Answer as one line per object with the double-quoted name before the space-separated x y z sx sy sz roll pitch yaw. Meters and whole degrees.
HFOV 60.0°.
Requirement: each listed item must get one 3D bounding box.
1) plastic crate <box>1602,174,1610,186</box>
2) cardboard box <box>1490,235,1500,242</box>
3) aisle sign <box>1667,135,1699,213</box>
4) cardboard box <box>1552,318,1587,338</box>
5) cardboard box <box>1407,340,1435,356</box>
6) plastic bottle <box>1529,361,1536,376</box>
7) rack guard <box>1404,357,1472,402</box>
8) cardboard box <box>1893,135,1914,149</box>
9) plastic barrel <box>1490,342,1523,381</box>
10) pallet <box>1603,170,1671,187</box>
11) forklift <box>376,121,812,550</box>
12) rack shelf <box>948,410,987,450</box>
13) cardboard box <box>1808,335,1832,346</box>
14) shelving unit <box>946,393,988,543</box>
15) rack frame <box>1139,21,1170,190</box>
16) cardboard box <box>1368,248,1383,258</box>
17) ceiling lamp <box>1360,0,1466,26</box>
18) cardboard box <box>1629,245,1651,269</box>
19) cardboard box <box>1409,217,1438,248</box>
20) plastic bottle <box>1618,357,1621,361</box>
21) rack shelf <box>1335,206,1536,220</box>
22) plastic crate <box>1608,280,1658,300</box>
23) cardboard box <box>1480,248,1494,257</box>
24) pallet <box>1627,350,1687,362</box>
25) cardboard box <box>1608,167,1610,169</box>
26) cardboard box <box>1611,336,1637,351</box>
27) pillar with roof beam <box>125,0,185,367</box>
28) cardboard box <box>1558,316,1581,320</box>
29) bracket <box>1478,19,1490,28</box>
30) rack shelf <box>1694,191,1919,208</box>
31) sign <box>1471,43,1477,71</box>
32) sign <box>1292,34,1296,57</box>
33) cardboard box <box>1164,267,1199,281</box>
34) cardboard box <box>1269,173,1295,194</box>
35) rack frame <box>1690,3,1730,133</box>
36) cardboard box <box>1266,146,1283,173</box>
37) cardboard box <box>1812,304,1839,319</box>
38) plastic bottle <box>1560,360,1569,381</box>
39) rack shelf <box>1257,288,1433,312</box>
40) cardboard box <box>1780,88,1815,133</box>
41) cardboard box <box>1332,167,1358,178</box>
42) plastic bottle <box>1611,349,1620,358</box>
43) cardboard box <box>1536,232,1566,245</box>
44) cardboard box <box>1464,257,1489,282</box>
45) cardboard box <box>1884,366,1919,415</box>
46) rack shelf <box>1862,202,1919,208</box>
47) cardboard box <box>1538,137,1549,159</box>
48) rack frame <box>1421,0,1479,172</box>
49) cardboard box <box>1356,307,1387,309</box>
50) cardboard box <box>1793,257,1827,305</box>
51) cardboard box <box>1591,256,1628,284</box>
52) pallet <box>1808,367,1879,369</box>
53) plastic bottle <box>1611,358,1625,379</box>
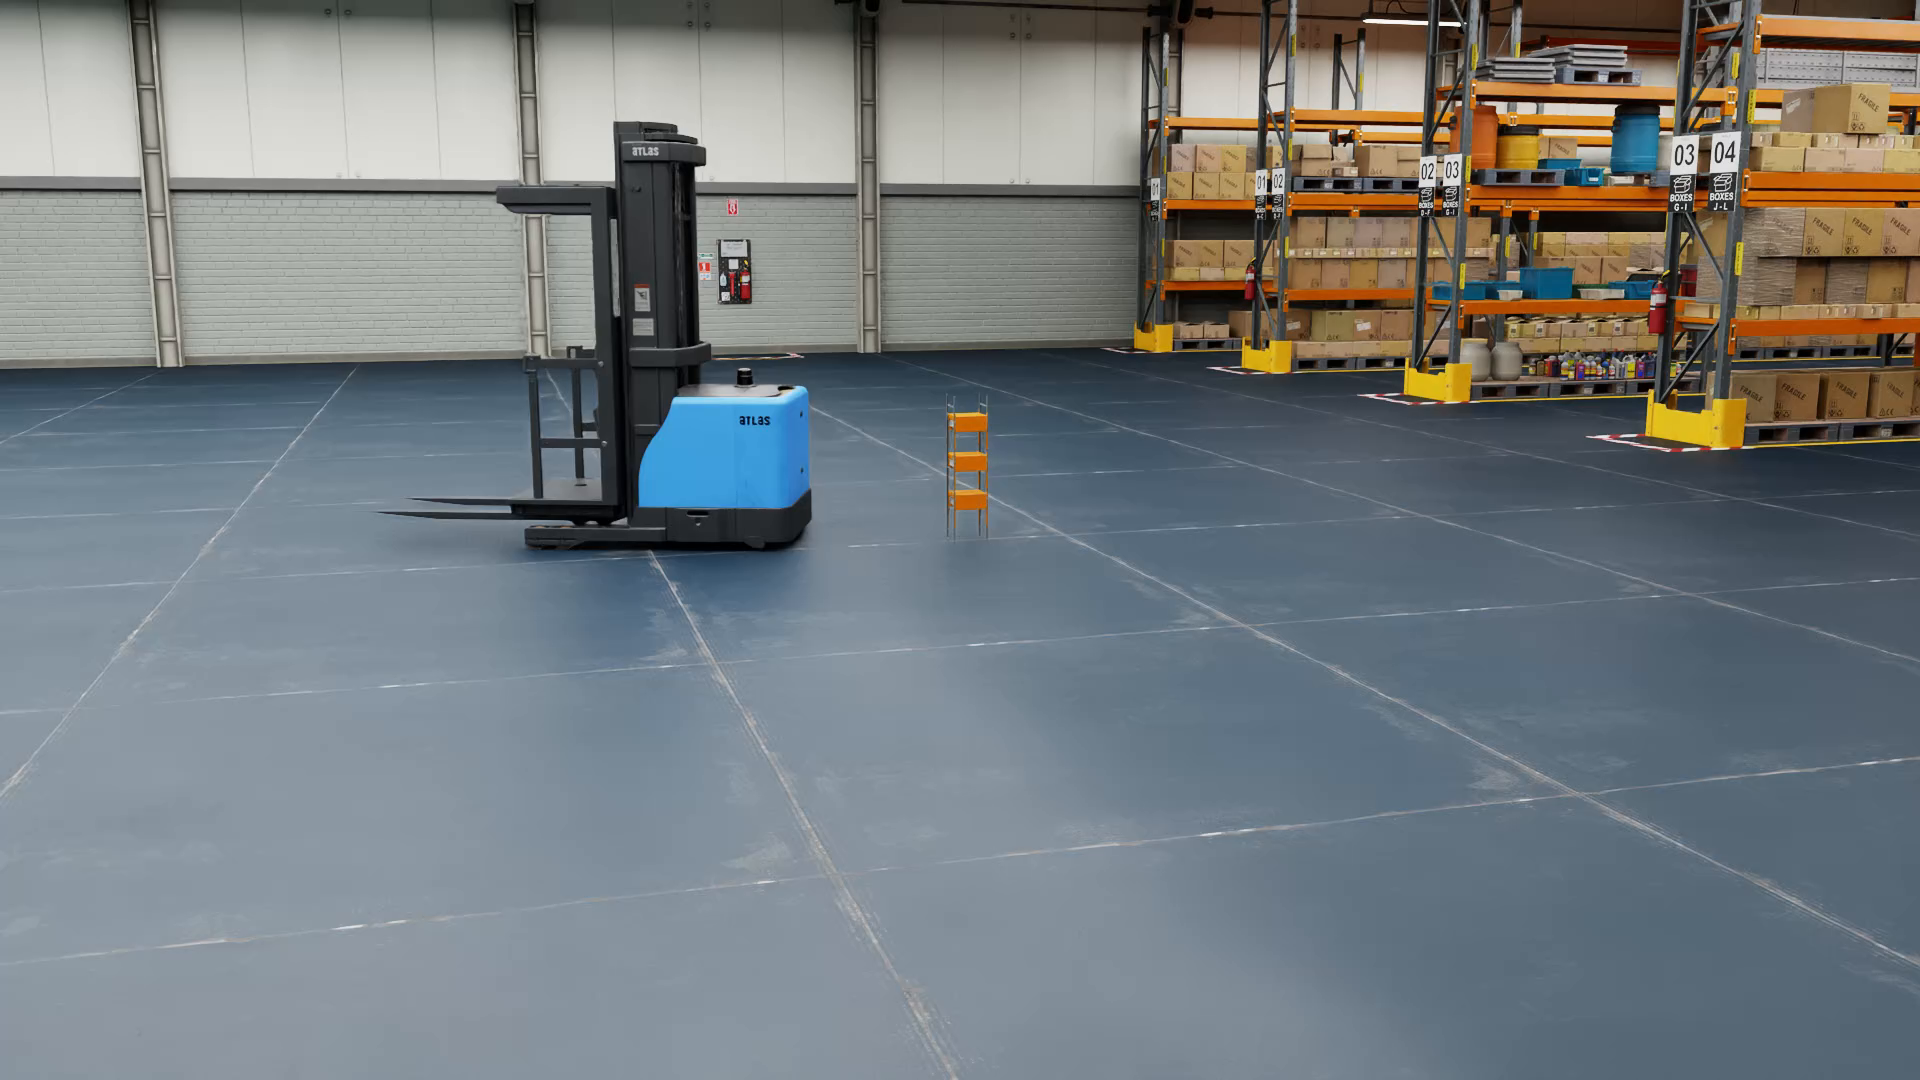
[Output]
"plastic crate" 8.644 -4.936 22.873 0.450 0.188 0.336 -3 11 -16
"cardboard box" 10.679 -6.065 33.423 0.250 0.149 0.380 -5 12 -25
"aisle sign" 7.635 -3.861 17.556 0.004 0.787 0.394 -3 11 -16
"cardboard box" 10.299 -3.617 28.295 0.500 0.311 0.500 -3 11 -18
"cardboard box" 7.511 -3.200 27.578 0.500 0.250 0.500 -3 11 -16
"plastic bottle" 8.035 -2.404 23.335 0.097 0.201 0.097 0 10 0
"rack guard" 6.454 -2.178 22.494 0.348 0.500 1.175 -3 11 -16
"cardboard box" 9.841 -4.201 17.611 0.250 0.149 0.380 -3 11 -18
"plastic barrel" 7.486 -2.450 22.781 0.421 0.512 0.421 0 10 0
"pallet" 9.570 -4.926 22.757 1.003 0.211 1.213 -3 11 -16
"forklift" -2.652 -1.466 11.914 3.031 2.935 1.130 1 10 4
"rack shelf" 0.051 -0.788 11.917 0.240 0.259 0.215 -3 11 -16
"cardboard box" 15.183 -3.727 29.694 0.500 0.500 0.500 -3 11 -15
"shelving unit" 0.051 -0.519 11.966 0.252 1.050 0.215 -3 11 -16
"rack frame" 3.625 -8.068 31.014 0.127 3.000 1.000 -3 11 -16
"cardboard box" 6.686 -4.672 27.074 0.250 0.149 0.380 -3 11 -17
"ceiling lamp" 8.121 -10.646 28.899 2.000 3.185 0.800 -3 11 -16
"cardboard box" 13.803 -5.811 34.174 0.500 0.500 0.500 -3 11 -16
"cardboard box" 7.464 -5.071 27.449 0.500 0.500 0.700 -3 11 -16
"plastic bottle" 9.150 -2.386 23.007 0.133 0.283 0.061 -3 11 -16
"rack shelf" 9.386 -6.542 33.000 4.000 0.370 1.077 -3 11 -16
"plastic crate" 9.248 -3.421 22.755 0.616 0.251 0.499 -3 11 -16
"cardboard box" 8.653 -4.776 27.636 0.250 0.149 0.380 -3 11 -16
"pallet" 11.893 -3.255 29.143 1.213 0.211 1.003 -3 11 -16
"cardboard box" 13.256 -7.386 34.106 0.500 0.500 0.700 -3 11 -16
"cardboard box" 11.280 -3.395 28.635 0.500 0.250 0.500 -3 11 -15
"pillar with roof beam" -12.024 -6.594 23.011 0.400 9.000 9.100 -3 11 -16
"cardboard box" 10.624 -3.736 28.941 0.500 0.311 0.500 -3 11 -17
"bracket" 10.314 -10.286 33.126 0.430 0.232 0.235 -3 11 -16
"rack shelf" 12.155 -4.820 23.645 4.000 0.370 1.077 -3 11 -16
"sign" 6.544 -6.147 21.158 0.005 0.325 0.100 -3 11 -16
"sign" 5.163 -7.647 25.713 0.005 0.325 0.100 -3 11 -16
"cardboard box" 4.183 -5.023 31.404 0.500 0.250 0.500 -3 11 -18
"cardboard box" 6.040 -6.727 31.687 0.500 0.500 0.500 -3 11 -18
"rack frame" 12.695 -7.611 28.537 0.127 3.000 1.000 -3 11 -16
"cardboard box" 6.039 -7.215 31.576 0.500 0.500 0.500 -3 11 -18
"cardboard box" 9.085 -2.430 17.657 0.250 0.149 0.380 -3 11 -16
"plastic bottle" 8.222 -2.307 22.614 0.097 0.271 0.097 0 10 0
"rack shelf" 6.934 -4.004 27.496 4.000 0.370 1.077 -3 11 -16
"cardboard box" 9.196 -4.573 17.838 0.500 0.500 0.500 -3 11 -16
"cardboard box" 6.192 -5.912 26.738 0.250 0.149 0.380 -3 11 -16
"plastic bottle" 9.344 -2.542 23.672 0.185 0.351 0.144 -3 11 -14
"cardboard box" 11.842 -6.076 33.540 0.500 0.250 0.500 -3 11 -15
"cardboard box" 8.430 -4.484 27.843 0.500 0.500 0.700 -3 11 -17
"cardboard box" 10.676 -1.670 18.577 0.500 0.500 0.500 0 10 2
"rack shelf" 18.456 -6.086 30.523 4.000 0.370 1.077 -3 11 -16
"cardboard box" 9.457 -6.460 27.749 0.500 0.500 0.500 -3 11 -15
"rack frame" 6.394 -6.345 21.659 0.127 3.000 1.000 -3 11 -16
"cardboard box" 6.882 -3.636 27.877 0.500 0.500 0.500 -3 11 -16
"cardboard box" 8.761 -2.799 17.866 0.500 0.500 0.875 -3 11 -16
"cardboard box" 11.088 -4.622 28.594 0.500 0.500 0.500 -4 11 -19
"pallet" 13.321 -2.396 24.478 1.213 0.211 1.003 -3 11 -16
"plastic bottle" 9.046 -2.358 22.877 0.135 0.276 0.152 -3 11 -15
